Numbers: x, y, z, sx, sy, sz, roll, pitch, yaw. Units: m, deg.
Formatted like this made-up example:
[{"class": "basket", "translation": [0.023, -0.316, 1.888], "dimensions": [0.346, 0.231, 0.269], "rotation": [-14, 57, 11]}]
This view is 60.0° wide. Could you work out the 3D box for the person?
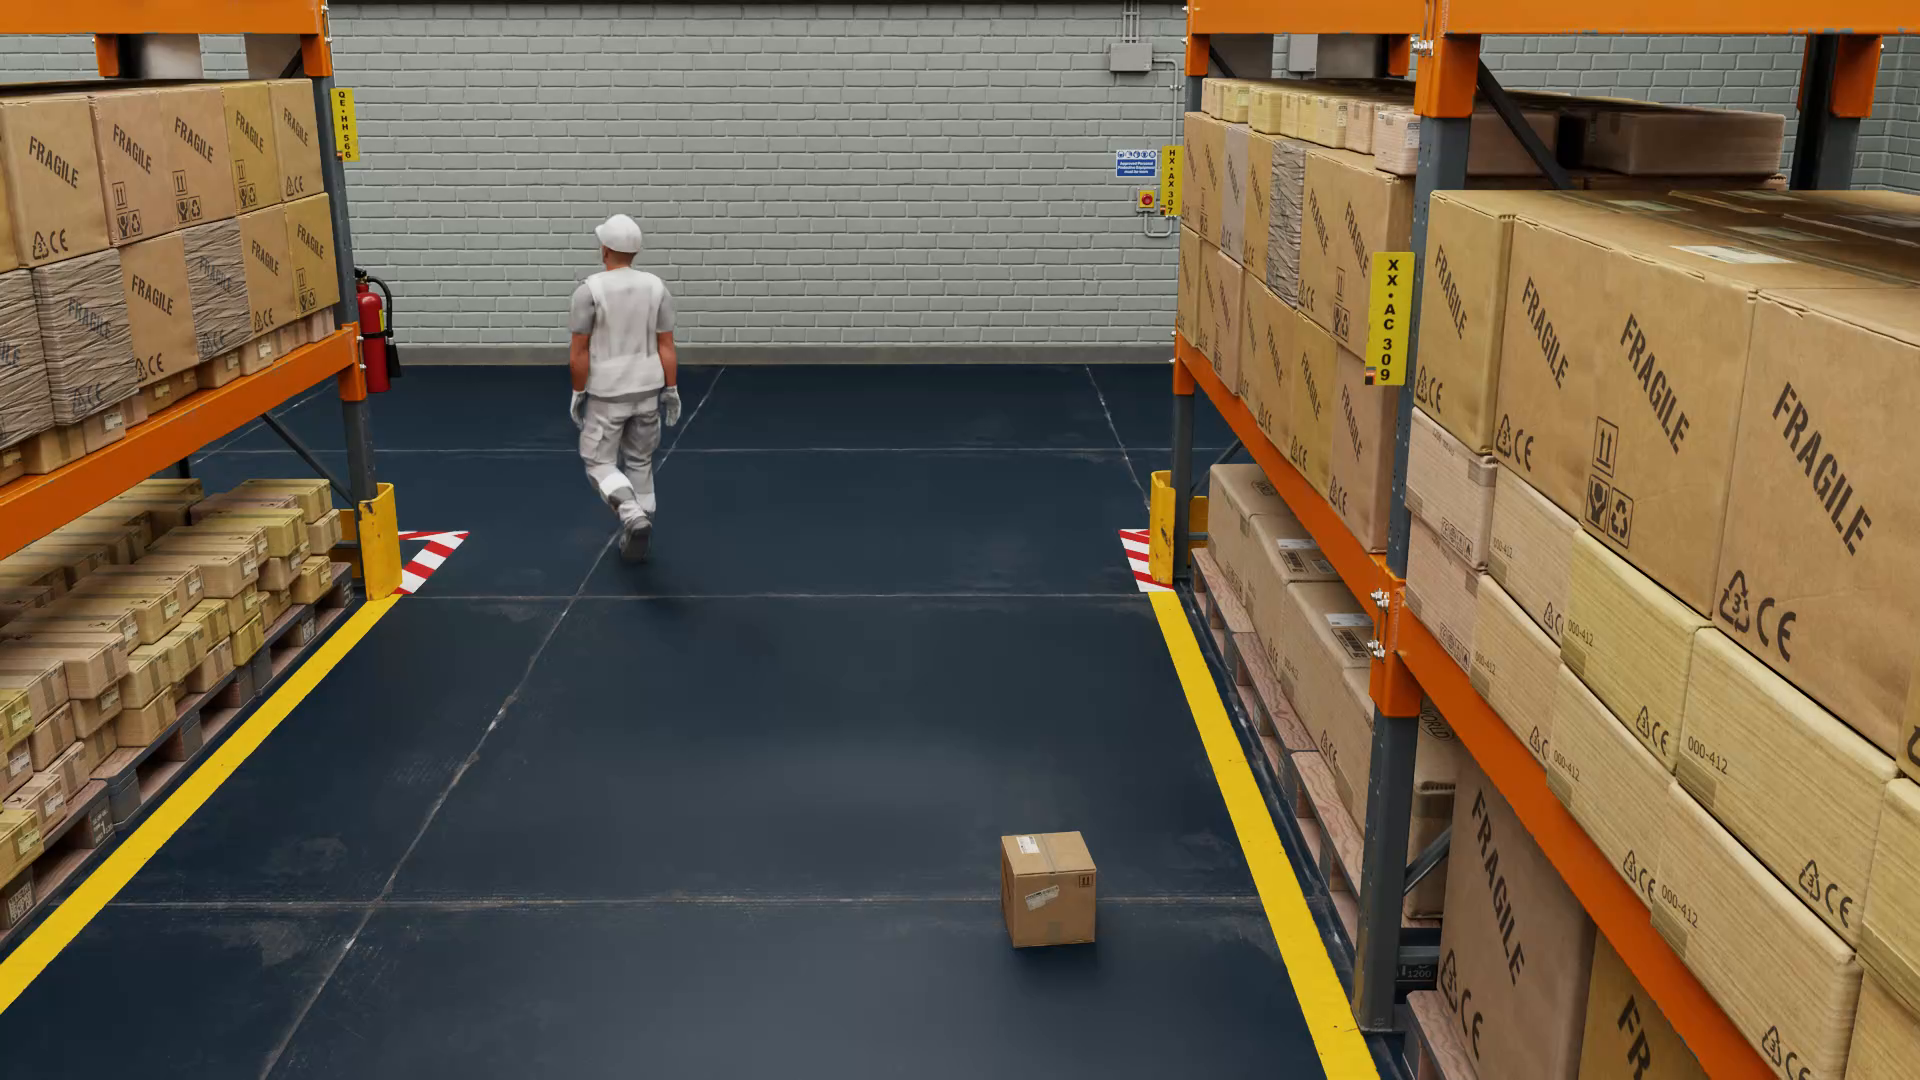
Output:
[{"class": "person", "translation": [-1.652, -0.715, 8.290], "dimensions": [0.565, 1.779, 0.714], "rotation": [-10, 20, -30]}]
